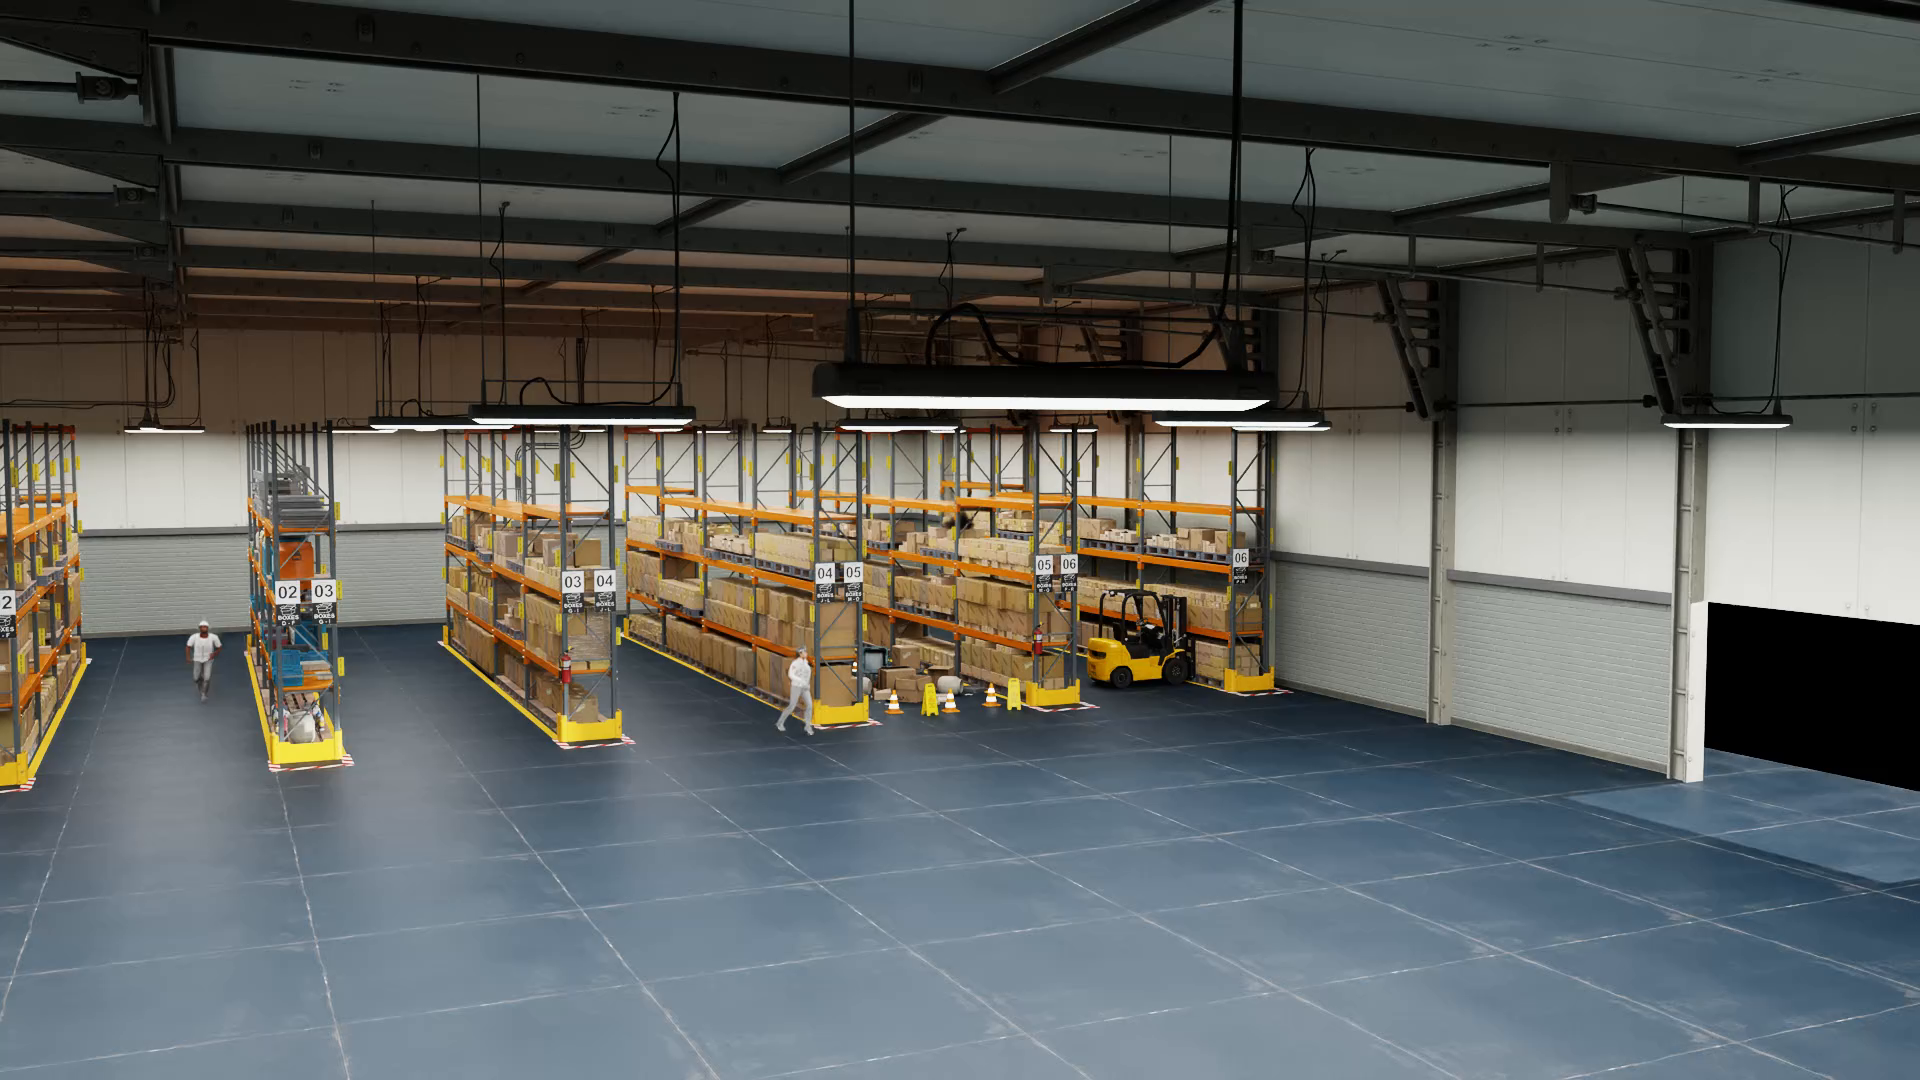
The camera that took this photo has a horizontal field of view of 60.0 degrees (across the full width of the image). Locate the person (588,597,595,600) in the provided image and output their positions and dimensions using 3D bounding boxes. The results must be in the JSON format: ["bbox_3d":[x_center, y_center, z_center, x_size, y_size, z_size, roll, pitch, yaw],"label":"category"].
[{"bbox_3d":[-10.078,1.988,45.815,0.682,1.866,0.771,-1,4,-22],"label":"person"}]

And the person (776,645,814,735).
[{"bbox_3d":[-3.076,2.880,32.133,0.828,1.705,0.677,2,4,34],"label":"person"}]

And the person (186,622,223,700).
[{"bbox_3d":[-16.428,2.616,36.150,0.736,1.702,0.590,-1,4,-17],"label":"person"}]
